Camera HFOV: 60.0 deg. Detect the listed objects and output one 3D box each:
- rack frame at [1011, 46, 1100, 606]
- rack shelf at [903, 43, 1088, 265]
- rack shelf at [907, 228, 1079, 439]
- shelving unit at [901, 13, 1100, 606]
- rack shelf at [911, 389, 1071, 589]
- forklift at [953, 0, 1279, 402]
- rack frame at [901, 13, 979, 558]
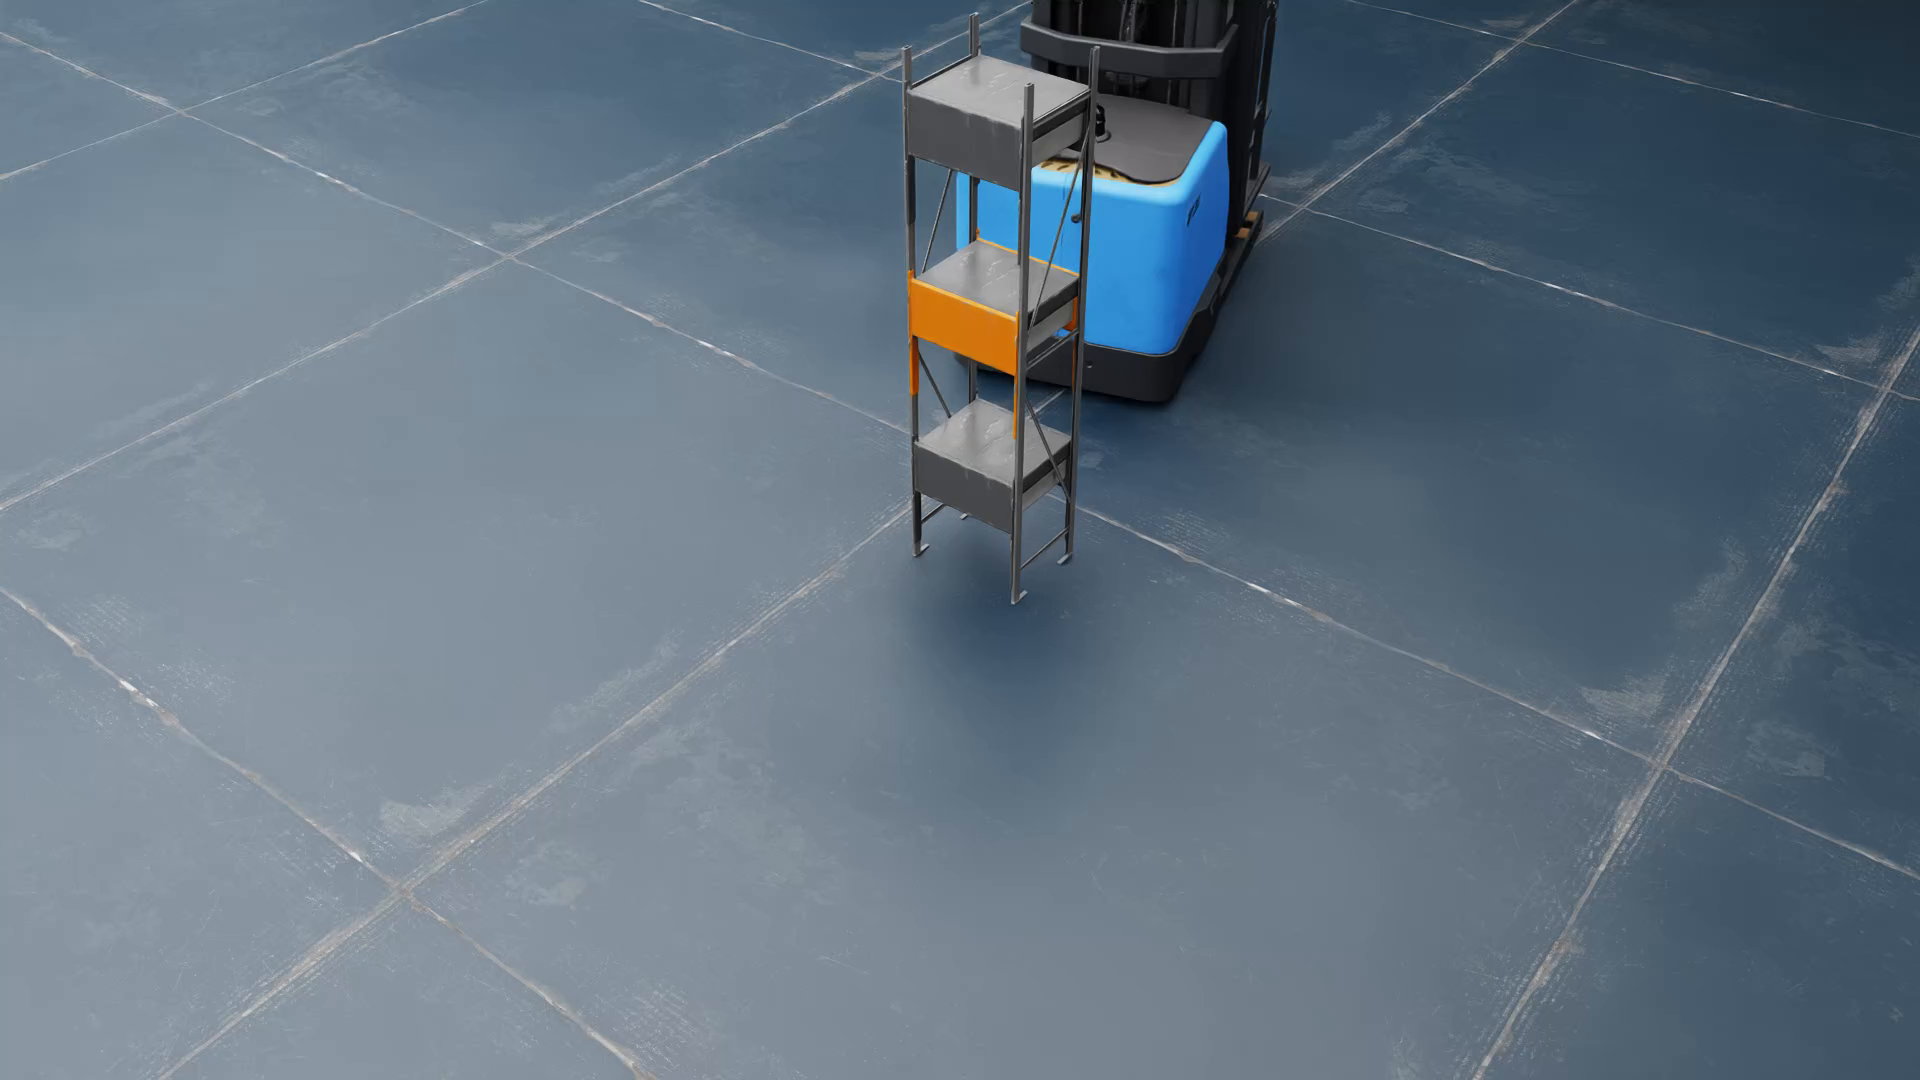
[{"bbox_3d":[0.325,-0.673,5.907,0.015,2.100,0.400,25,45,29],"label":"rack frame"},{"bbox_3d":[0.131,-1.305,5.600,0.480,0.518,0.431,25,45,29],"label":"rack shelf"},{"bbox_3d":[0.131,-0.754,6.032,0.480,0.518,0.431,25,45,29],"label":"rack shelf"},{"bbox_3d":[0.131,-0.765,6.024,0.503,2.100,0.431,25,45,29],"label":"shelving unit"},{"bbox_3d":[0.131,-0.203,6.463,0.480,0.518,0.431,25,45,29],"label":"rack shelf"},{"bbox_3d":[0.953,-2.682,7.798,1.130,2.935,3.031,13,40,16],"label":"forklift"},{"bbox_3d":[-0.062,-0.856,6.140,0.015,2.100,0.400,25,45,29],"label":"rack frame"}]
